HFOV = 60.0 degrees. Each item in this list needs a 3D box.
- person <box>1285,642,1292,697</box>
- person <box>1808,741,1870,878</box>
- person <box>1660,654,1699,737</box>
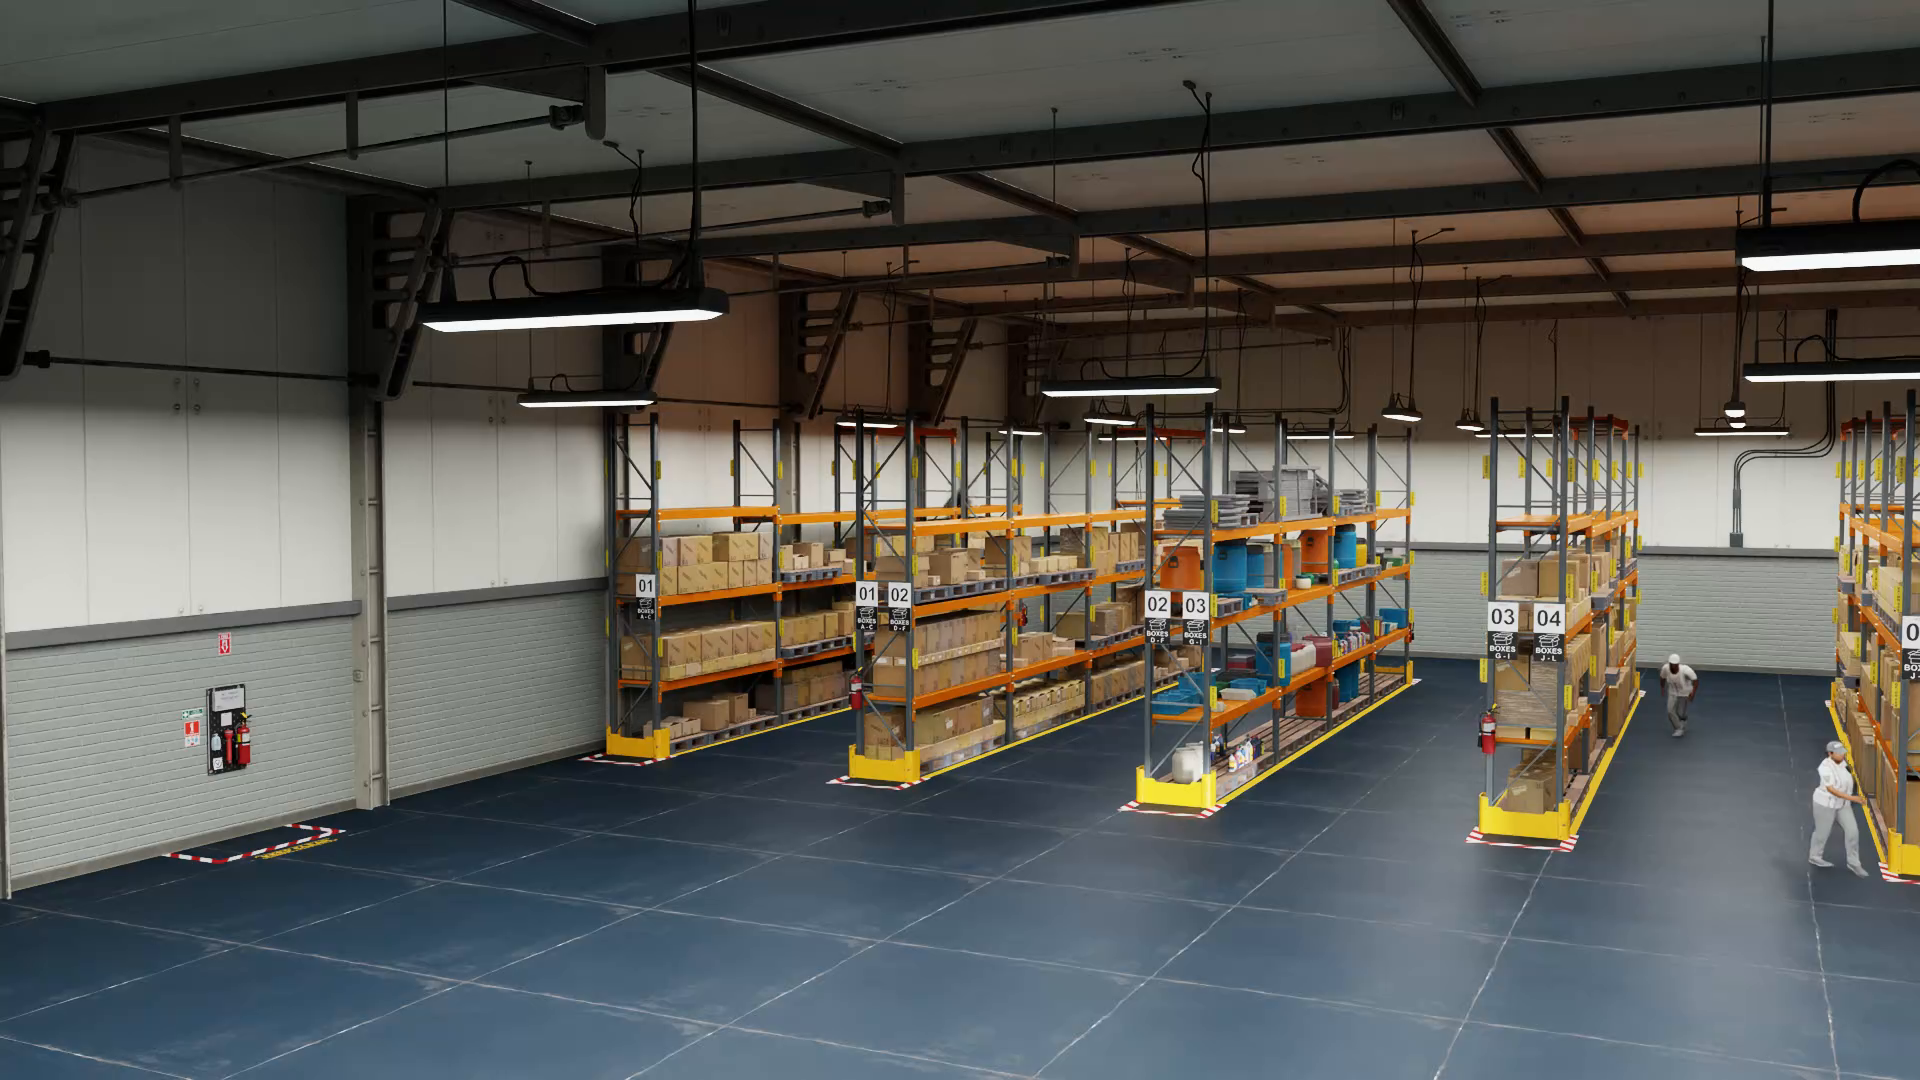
[{"bbox_3d":[6.992,2.691,36.677,0.458,1.601,0.882,-1,3,-25],"label":"person"},{"bbox_3d":[10.887,3.319,20.634,0.564,1.673,0.814,-1,3,-20],"label":"person"},{"bbox_3d":[13.515,2.905,31.206,0.705,1.579,1.039,2,3,39],"label":"person"}]
